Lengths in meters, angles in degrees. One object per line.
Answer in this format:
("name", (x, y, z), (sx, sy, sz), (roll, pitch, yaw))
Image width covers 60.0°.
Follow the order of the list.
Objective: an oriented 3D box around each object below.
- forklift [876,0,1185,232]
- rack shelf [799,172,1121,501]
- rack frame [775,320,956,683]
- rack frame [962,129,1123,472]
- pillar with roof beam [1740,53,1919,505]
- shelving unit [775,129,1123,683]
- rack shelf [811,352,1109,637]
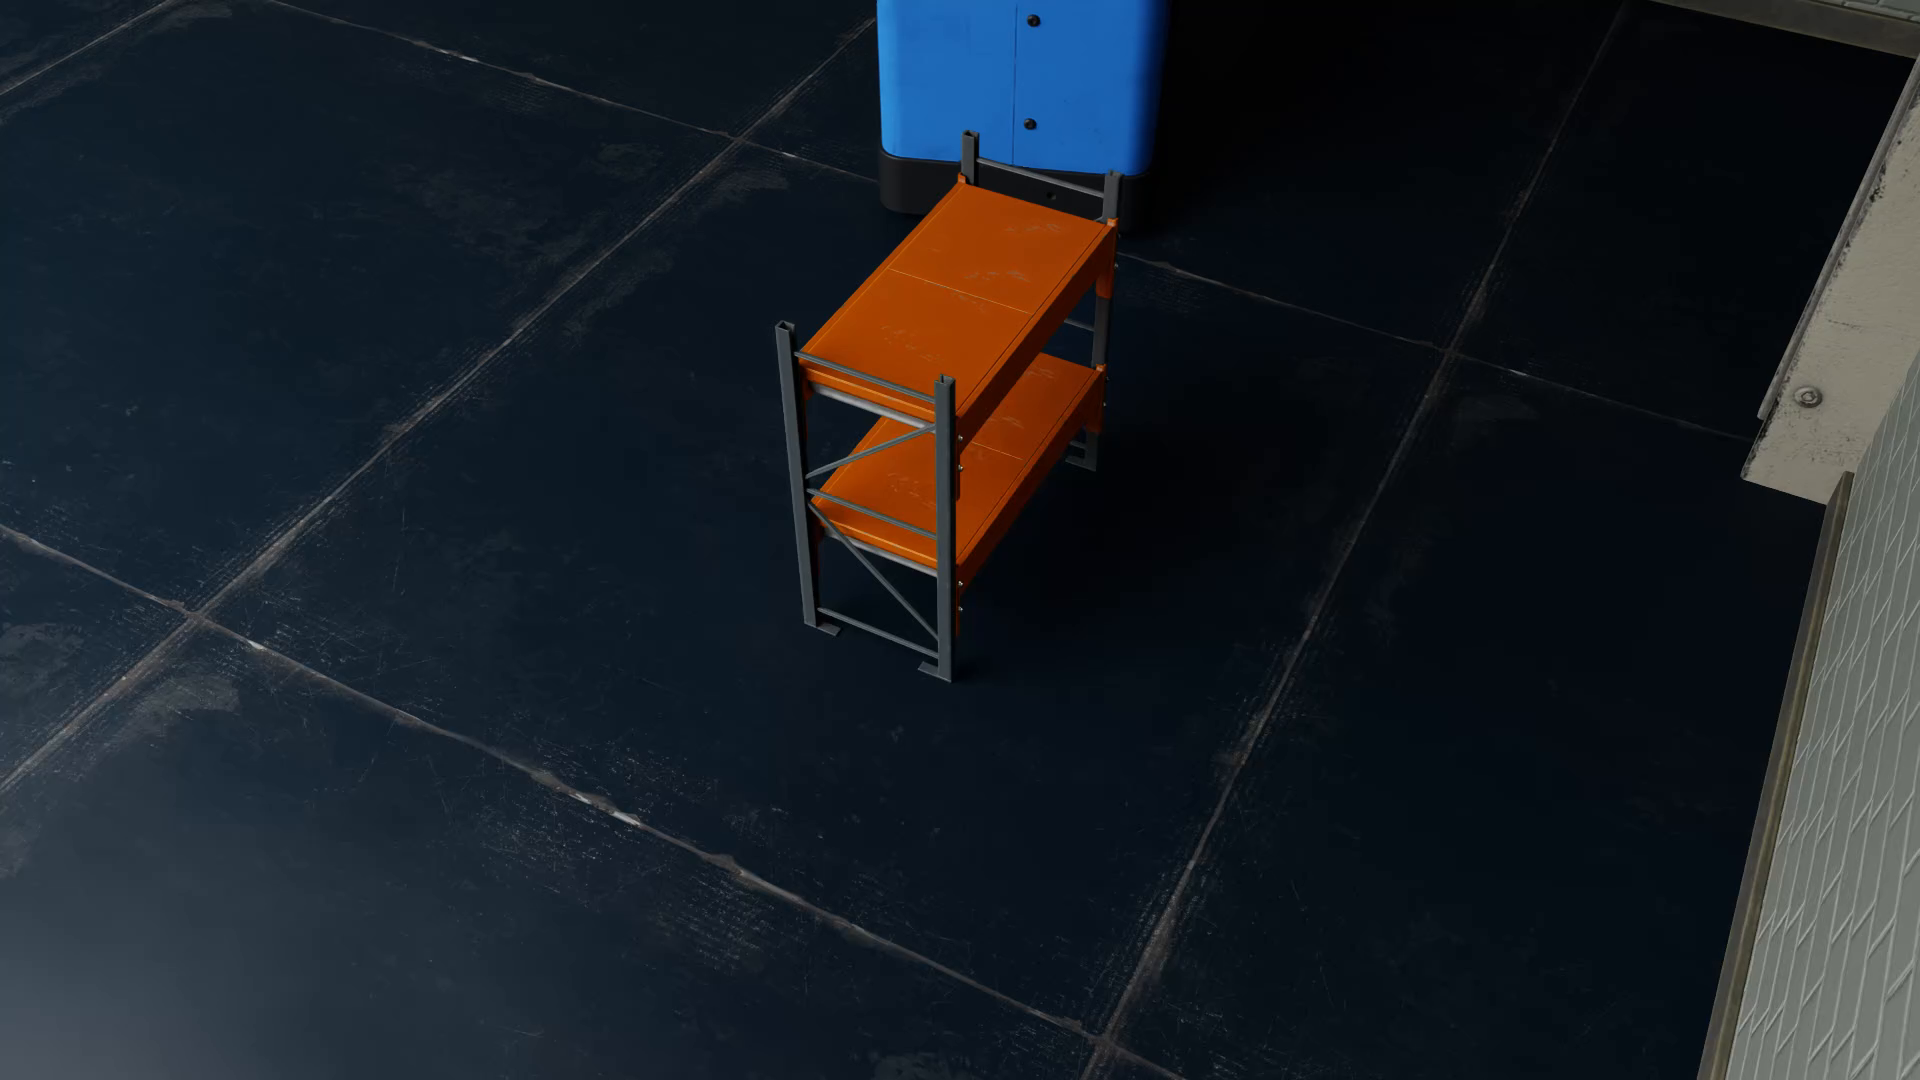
("forklift", (0.421, -3.255, 6.406), (1.130, 2.935, 3.031), (6, 46, 6))
("rack shelf", (-0.003, -0.597, 4.638), (0.538, 0.278, 1.000), (20, 49, 19))
("rack frame", (-0.239, -0.071, 4.529), (0.500, 1.125, 0.032), (20, 49, 19))
("rack frame", (0.233, -0.711, 5.162), (0.500, 1.125, 0.032), (20, 49, 19))
("pillar with roof beam", (-1.028, -4.862, 3.728), (9.100, 9.000, 0.400), (20, 49, 19))
("shelving unit", (-0.003, -0.391, 4.846), (0.538, 1.125, 1.048), (20, 49, 19))
("rack shelf", (-0.003, -0.219, 5.020), (0.538, 0.278, 1.000), (20, 49, 19))
